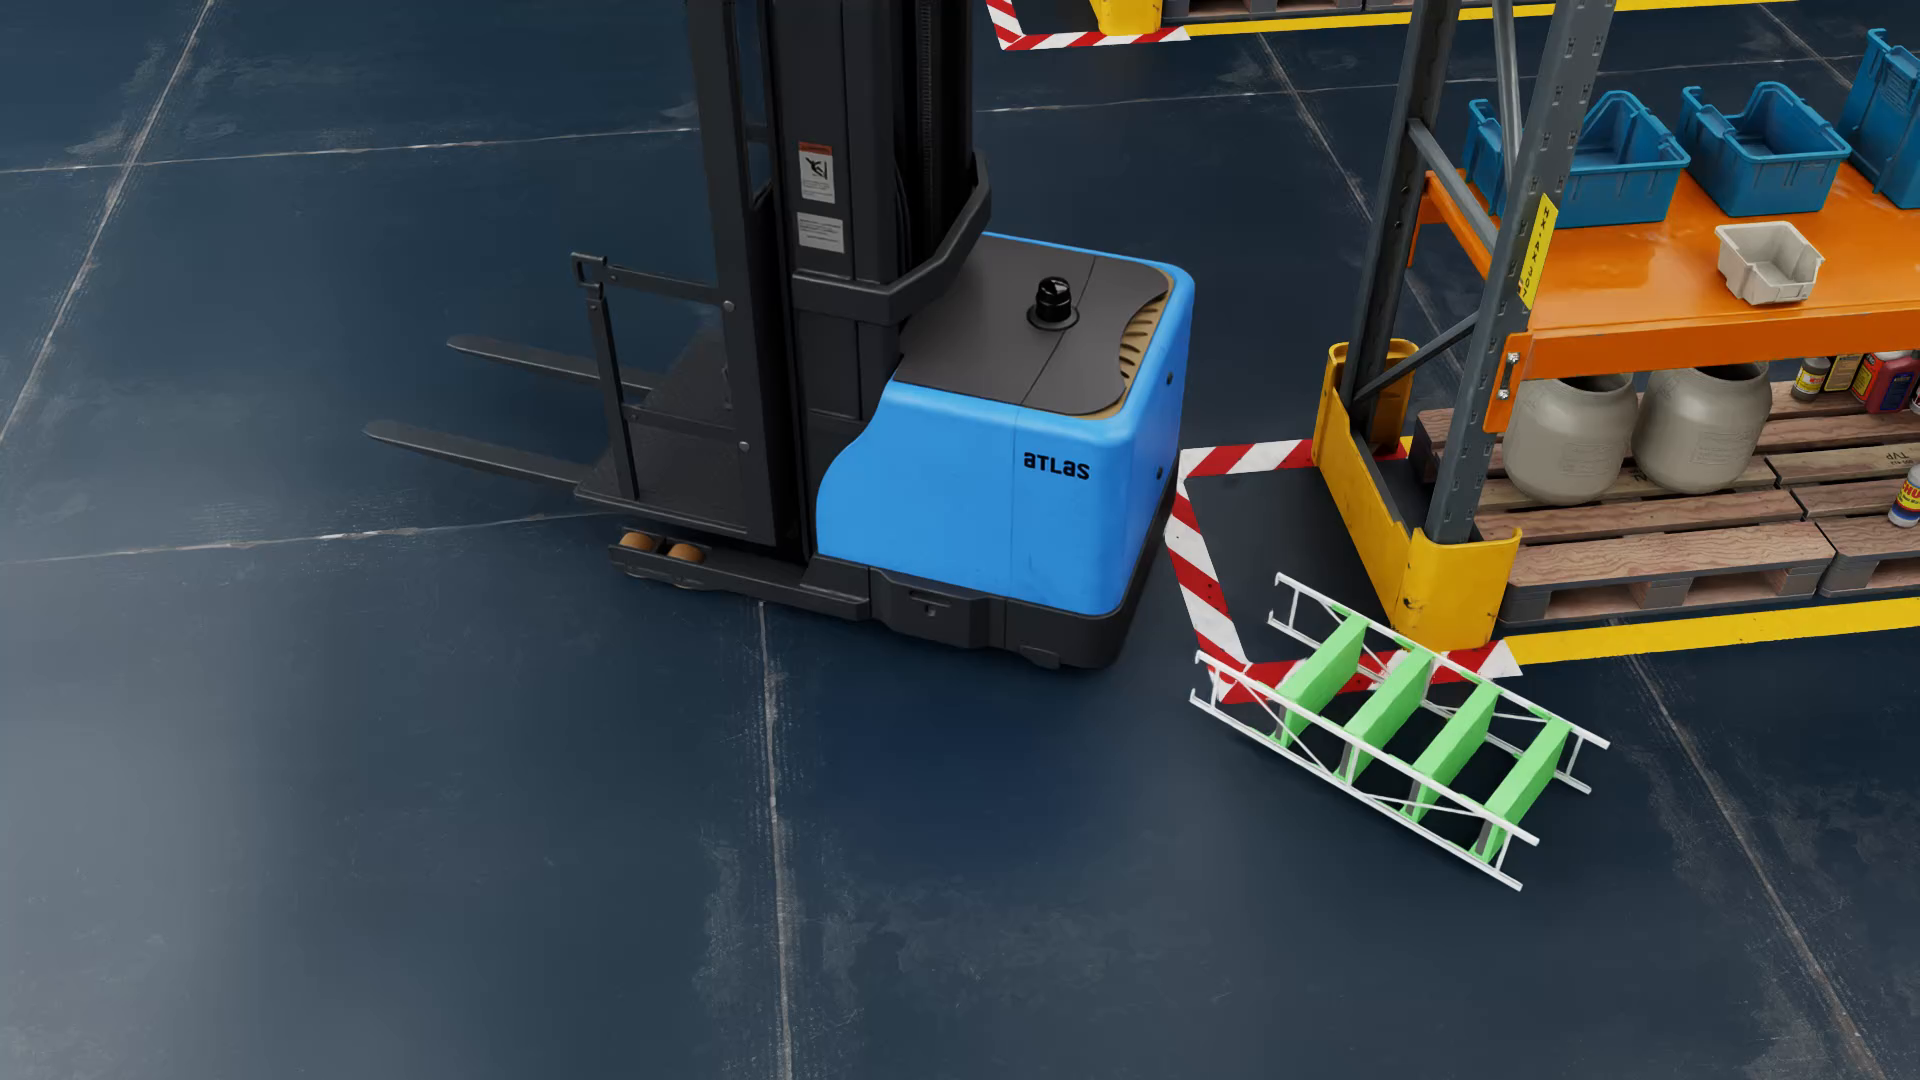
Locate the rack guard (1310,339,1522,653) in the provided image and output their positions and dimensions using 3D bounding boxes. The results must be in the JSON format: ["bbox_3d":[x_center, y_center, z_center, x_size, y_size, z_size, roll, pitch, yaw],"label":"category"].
[{"bbox_3d":[1.635,-0.186,6.083,0.348,0.500,1.175,-5,42,-6],"label":"rack guard"}]

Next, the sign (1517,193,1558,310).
[{"bbox_3d":[1.632,-0.814,4.706,0.005,0.325,0.100,-5,42,-6],"label":"sign"}]

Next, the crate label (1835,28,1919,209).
[{"bbox_3d":[3.355,-1.429,5.568,0.616,0.435,0.502,-5,42,-6],"label":"crate label"}]

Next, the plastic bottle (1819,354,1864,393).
[{"bbox_3d":[3.443,-0.704,6.491,0.133,0.283,0.061,-4,42,-4],"label":"plastic bottle"}]

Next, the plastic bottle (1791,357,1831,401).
[{"bbox_3d":[3.330,-0.651,6.493,0.097,0.201,0.097,0,42,0],"label":"plastic bottle"}]

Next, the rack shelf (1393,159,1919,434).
[{"bbox_3d":[3.549,-0.983,5.637,4.000,0.370,1.077,-5,42,-6],"label":"rack shelf"}]

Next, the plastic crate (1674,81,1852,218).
[{"bbox_3d":[2.668,-1.316,5.581,0.408,0.251,0.499,-5,42,-6],"label":"plastic crate"}]

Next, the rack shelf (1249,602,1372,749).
[{"bbox_3d":[1.162,0.456,5.525,0.148,0.258,0.480,29,50,29],"label":"rack shelf"}]

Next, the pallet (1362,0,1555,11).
[{"bbox_3d":[2.887,-3.529,10.005,1.213,0.211,1.003,-5,42,-6],"label":"pallet"}]

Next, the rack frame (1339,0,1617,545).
[{"bbox_3d":[1.565,-1.077,5.204,0.127,3.000,1.000,-5,42,-6],"label":"rack frame"}]

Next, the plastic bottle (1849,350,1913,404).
[{"bbox_3d":[3.583,-0.683,6.473,0.135,0.276,0.152,-5,42,-5],"label":"plastic bottle"}]

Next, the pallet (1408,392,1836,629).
[{"bbox_3d":[2.441,-0.146,6.254,1.213,0.211,1.003,-5,42,-6],"label":"pallet"}]

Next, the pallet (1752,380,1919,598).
[{"bbox_3d":[3.648,-0.250,6.369,1.213,0.211,1.003,-5,42,-6],"label":"pallet"}]

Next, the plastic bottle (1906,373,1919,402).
[{"bbox_3d":[3.721,-0.695,6.486,0.135,0.276,0.152,-6,42,-7],"label":"plastic bottle"}]

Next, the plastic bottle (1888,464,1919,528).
[{"bbox_3d":[3.404,-0.177,5.916,0.097,0.271,0.097,0,42,0],"label":"plastic bottle"}]

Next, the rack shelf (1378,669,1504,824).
[{"bbox_3d":[1.529,0.663,5.295,0.148,0.258,0.480,29,50,29],"label":"rack shelf"}]

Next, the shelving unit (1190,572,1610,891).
[{"bbox_3d":[1.395,0.587,5.380,1.200,0.258,0.503,29,50,29],"label":"shelving unit"}]

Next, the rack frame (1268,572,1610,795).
[{"bbox_3d":[1.552,0.462,5.518,1.200,0.240,0.015,29,50,29],"label":"rack frame"}]

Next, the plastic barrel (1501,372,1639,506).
[{"bbox_3d":[2.208,-0.417,6.016,0.421,0.512,0.421,0,42,0],"label":"plastic barrel"}]

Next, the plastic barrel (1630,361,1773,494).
[{"bbox_3d":[2.705,-0.460,6.064,0.421,0.512,0.421,0,42,0],"label":"plastic barrel"}]

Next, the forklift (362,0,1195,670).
[{"bbox_3d":[-0.757,-1.232,5.427,3.031,2.935,1.130,13,44,14],"label":"forklift"}]

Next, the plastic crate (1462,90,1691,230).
[{"bbox_3d":[2.023,-1.264,5.522,0.616,0.251,0.499,-5,42,-6],"label":"plastic crate"}]

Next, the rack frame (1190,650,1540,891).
[{"bbox_3d":[1.237,0.712,5.241,1.200,0.240,0.015,29,50,29],"label":"rack frame"}]

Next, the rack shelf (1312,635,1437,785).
[{"bbox_3d":[1.346,0.559,5.410,0.148,0.258,0.480,29,50,29],"label":"rack shelf"}]

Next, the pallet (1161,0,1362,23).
[{"bbox_3d":[1.680,-3.425,9.890,1.213,0.211,1.003,-5,42,-6],"label":"pallet"}]

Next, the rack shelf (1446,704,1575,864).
[{"bbox_3d":[1.713,0.766,5.181,0.148,0.258,0.480,29,50,29],"label":"rack shelf"}]

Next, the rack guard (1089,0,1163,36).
[{"bbox_3d":[0.903,-3.436,9.686,0.348,0.500,1.175,-5,42,-6],"label":"rack guard"}]

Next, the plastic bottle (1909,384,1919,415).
[{"bbox_3d":[3.755,-0.586,6.421,0.097,0.201,0.097,0,42,0],"label":"plastic bottle"}]

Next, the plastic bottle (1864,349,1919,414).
[{"bbox_3d":[3.597,-0.615,6.392,0.133,0.283,0.061,-5,42,-6],"label":"plastic bottle"}]

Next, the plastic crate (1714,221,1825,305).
[{"bbox_3d":[2.494,-0.843,5.142,0.250,0.136,0.298,-5,42,-6],"label":"plastic crate"}]
